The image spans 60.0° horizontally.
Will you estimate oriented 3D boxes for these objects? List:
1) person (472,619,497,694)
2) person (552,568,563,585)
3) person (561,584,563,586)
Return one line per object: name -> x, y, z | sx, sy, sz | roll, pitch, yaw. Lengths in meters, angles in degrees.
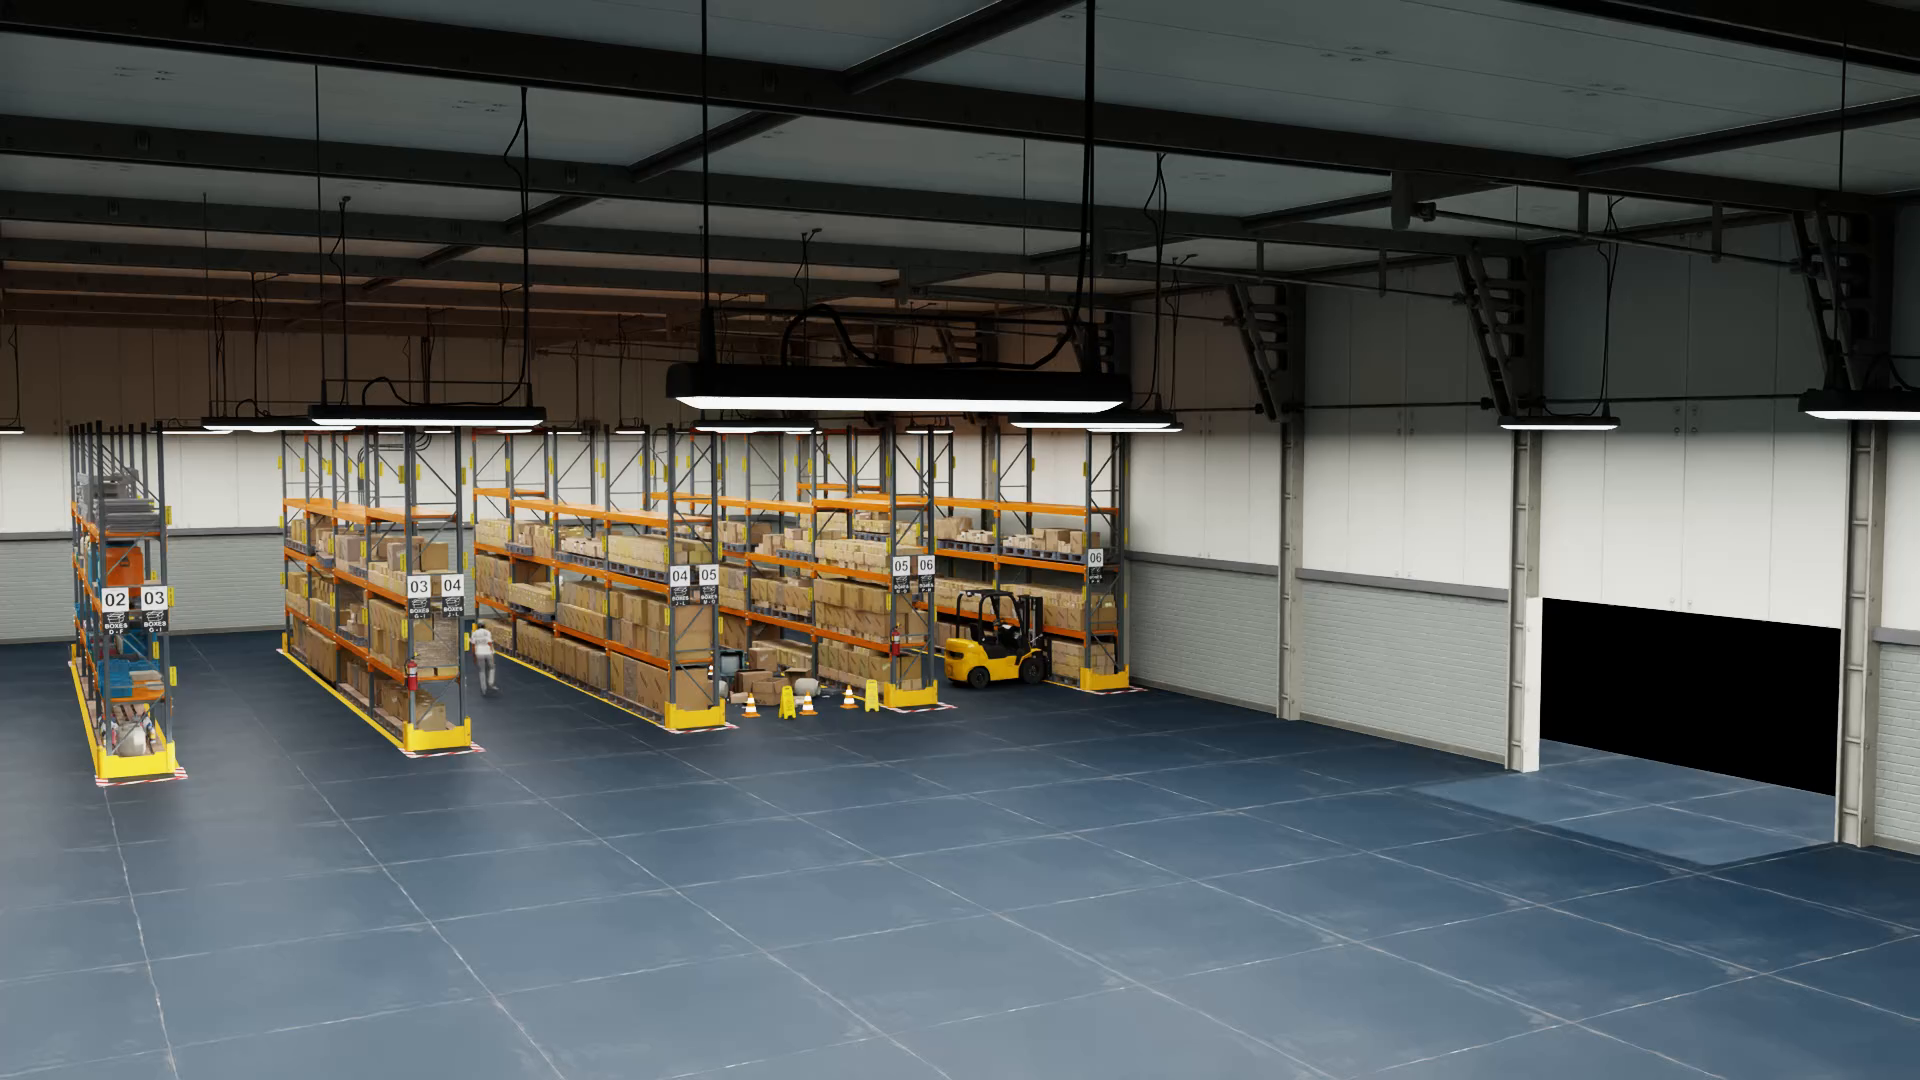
person -> -10.631, 2.593, 37.166 | 0.536, 1.651, 0.495 | -1, 4, -18
person -> -12.680, 1.649, 52.257 | 0.493, 1.673, 0.563 | 2, 4, 25
person -> -10.980, 2.045, 46.129 | 0.490, 1.668, 0.507 | 0, 4, -4
